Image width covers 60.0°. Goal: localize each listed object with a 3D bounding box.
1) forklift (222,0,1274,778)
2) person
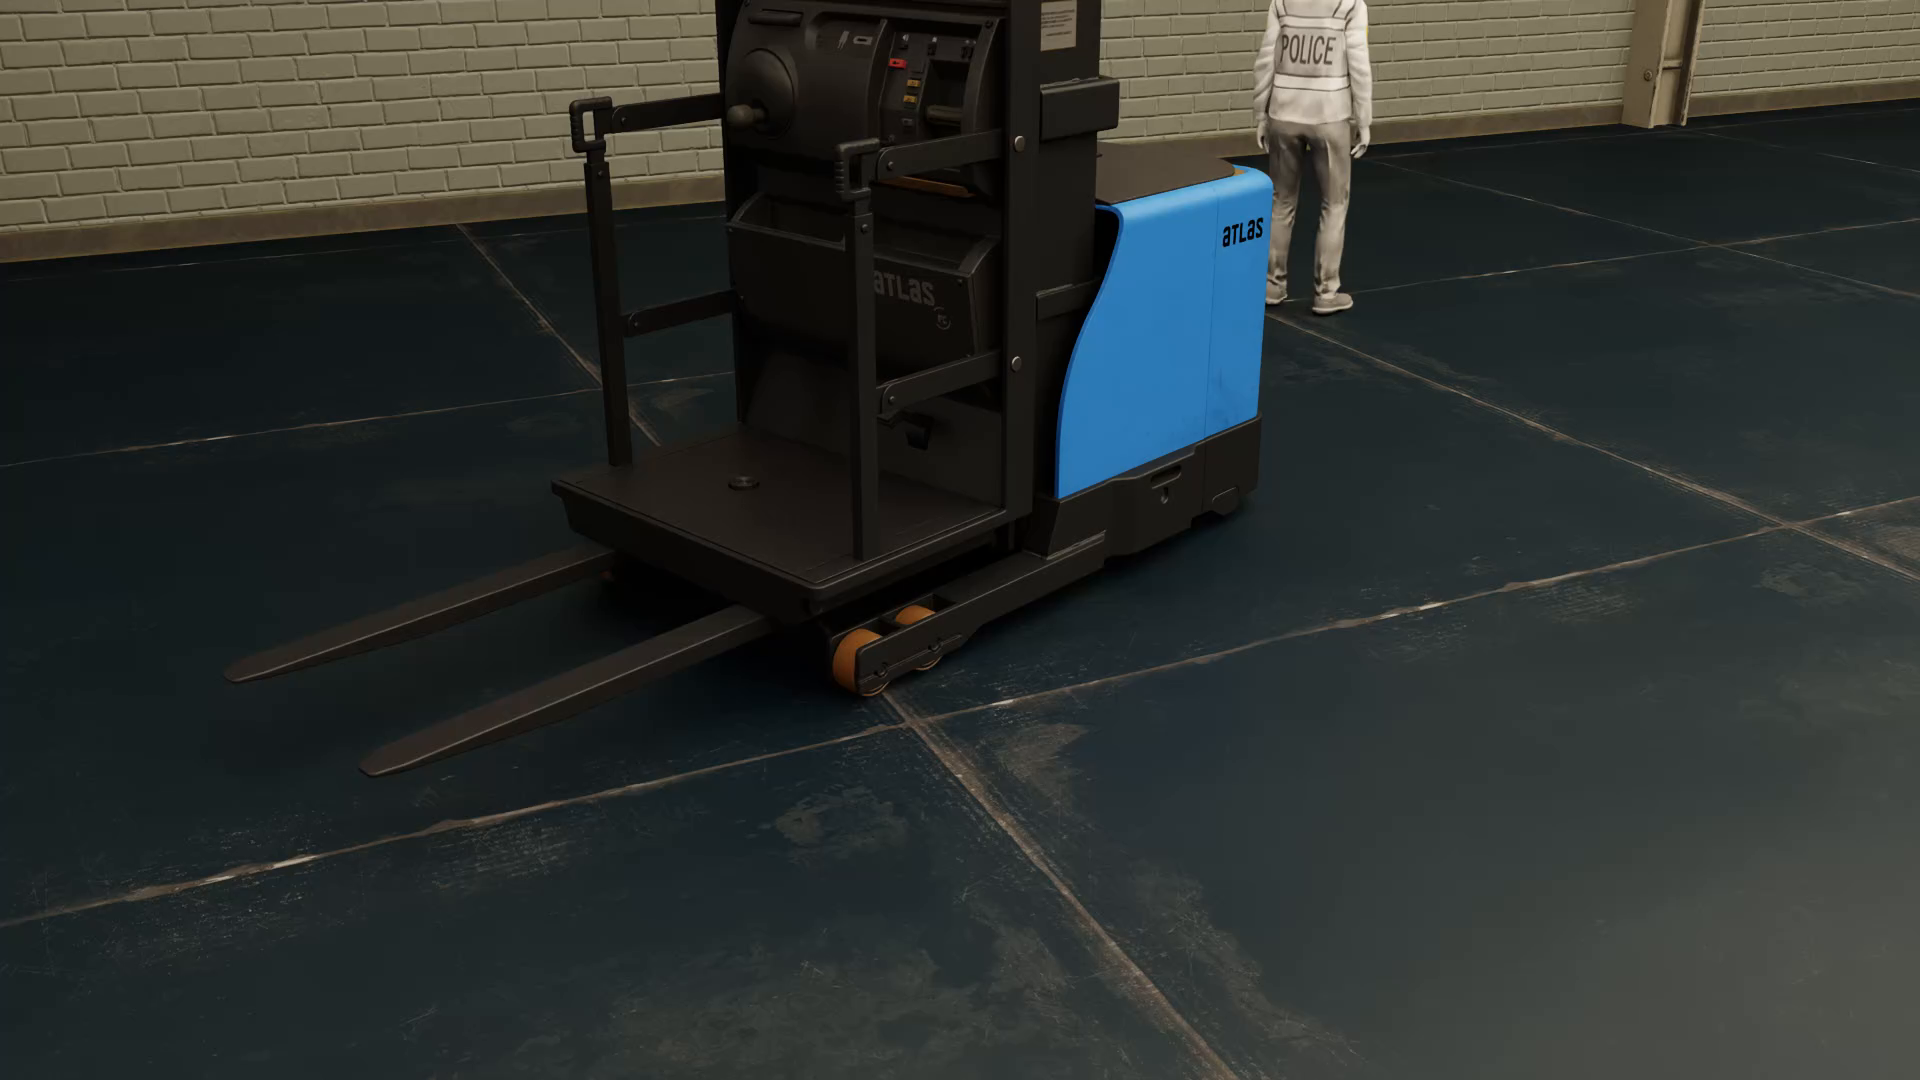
[{"bbox_3d":[-0.413,-1.182,4.131,1.130,2.935,3.031,19,29,39],"label":"forklift"},{"bbox_3d":[1.567,-1.850,7.405,0.534,1.667,0.380,12,26,27],"label":"person"}]
